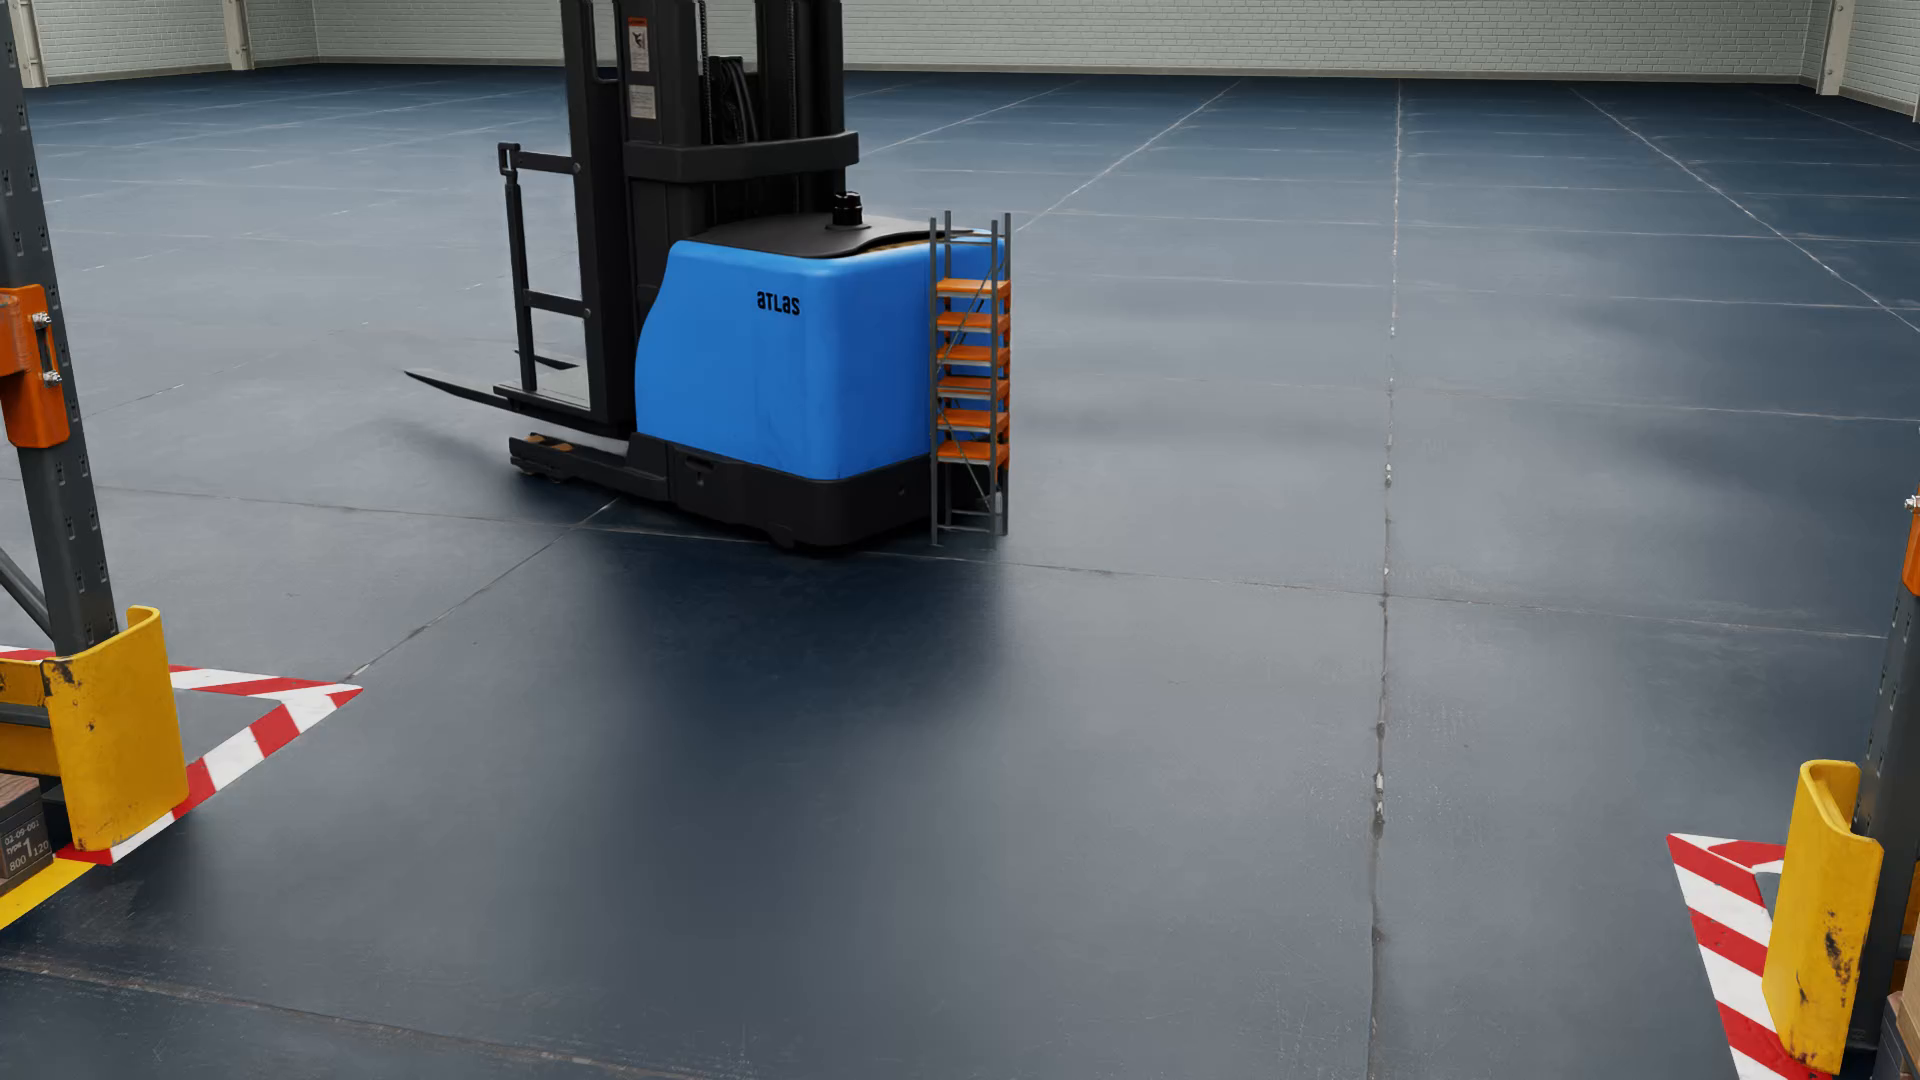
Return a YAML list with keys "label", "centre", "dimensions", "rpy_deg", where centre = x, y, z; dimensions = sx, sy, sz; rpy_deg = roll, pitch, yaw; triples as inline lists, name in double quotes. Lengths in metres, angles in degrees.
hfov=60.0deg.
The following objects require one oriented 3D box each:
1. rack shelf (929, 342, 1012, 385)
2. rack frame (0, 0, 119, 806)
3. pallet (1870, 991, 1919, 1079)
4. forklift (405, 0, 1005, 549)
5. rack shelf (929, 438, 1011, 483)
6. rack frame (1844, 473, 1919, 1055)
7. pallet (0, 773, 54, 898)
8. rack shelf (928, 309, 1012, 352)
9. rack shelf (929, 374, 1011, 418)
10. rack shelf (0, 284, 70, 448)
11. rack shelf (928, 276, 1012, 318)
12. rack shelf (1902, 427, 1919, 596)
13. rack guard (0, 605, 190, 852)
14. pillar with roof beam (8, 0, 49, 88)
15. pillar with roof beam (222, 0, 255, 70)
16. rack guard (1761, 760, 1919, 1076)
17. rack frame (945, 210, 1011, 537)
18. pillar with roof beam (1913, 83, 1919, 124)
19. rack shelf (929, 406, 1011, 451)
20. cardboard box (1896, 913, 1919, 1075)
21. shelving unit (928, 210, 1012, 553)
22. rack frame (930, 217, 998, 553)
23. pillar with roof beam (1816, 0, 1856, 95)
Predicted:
- label: "rack shelf"
  centre: [0.037, -0.633, 5.950]
  dimensions: [0.258, 0.103, 0.180]
  rpy_deg: [5, 20, 15]
- label: "rack frame"
  centre: [-2.597, -0.794, 3.870]
  dimensions: [1.000, 3.000, 0.127]
  rpy_deg: [5, 19, 13]
- label: "pallet"
  centre: [2.059, 1.161, 2.461]
  dimensions: [1.003, 0.211, 1.213]
  rpy_deg: [5, 19, 13]
- label: "forklift"
  centre: [-1.257, -1.731, 6.722]
  dimensions: [3.031, 2.935, 1.130]
  rpy_deg: [16, 24, 38]
- label: "rack shelf"
  centre: [0.037, -0.292, 6.067]
  dimensions: [0.258, 0.103, 0.180]
  rpy_deg: [5, 20, 15]
- label: "rack frame"
  centre: [2.205, -0.401, 2.722]
  dimensions: [1.000, 3.000, 0.127]
  rpy_deg: [5, 19, 13]
- label: "pallet"
  centre: [-2.774, 0.808, 3.496]
  dimensions: [1.003, 0.211, 1.213]
  rpy_deg: [5, 19, 13]
- label: "rack shelf"
  centre: [0.037, -0.746, 5.912]
  dimensions: [0.258, 0.103, 0.180]
  rpy_deg: [5, 20, 15]
- label: "rack shelf"
  centre: [0.037, -0.519, 5.989]
  dimensions: [0.258, 0.103, 0.180]
  rpy_deg: [5, 20, 15]
- label: "rack shelf"
  centre: [-3.086, 0.174, 2.151]
  dimensions: [1.077, 0.370, 4.000]
  rpy_deg: [5, 19, 13]
- label: "rack shelf"
  centre: [0.038, -0.860, 5.873]
  dimensions: [0.258, 0.103, 0.180]
  rpy_deg: [5, 20, 15]
- label: "rack shelf"
  centre: [1.716, 0.566, 1.003]
  dimensions: [1.077, 0.370, 4.000]
  rpy_deg: [5, 19, 13]
- label: "rack guard"
  centre: [-2.570, 0.417, 4.194]
  dimensions: [1.175, 0.500, 0.348]
  rpy_deg: [5, 19, 13]
- label: "pillar with roof beam"
  centre: [-12.830, -12.233, 28.079]
  dimensions: [9.100, 9.000, 0.400]
  rpy_deg: [5, 19, 13]
- label: "pillar with roof beam"
  centre: [-11.364, -14.113, 33.585]
  dimensions: [9.100, 9.000, 0.400]
  rpy_deg: [5, 19, 13]
- label: "rack guard"
  centre: [2.211, 0.774, 3.148]
  dimensions: [1.175, 0.500, 0.348]
  rpy_deg: [5, 19, 13]
- label: "rack frame"
  centre: [0.062, -0.590, 6.058]
  dimensions: [0.240, 1.200, 0.006]
  rpy_deg: [5, 20, 15]
- label: "pillar with roof beam"
  centre: [9.366, -10.425, 22.787]
  dimensions: [9.100, 9.000, 0.400]
  rpy_deg: [5, 19, 13]
- label: "rack shelf"
  centre: [0.037, -0.406, 6.028]
  dimensions: [0.258, 0.103, 0.180]
  rpy_deg: [5, 20, 15]
- label: "cardboard box"
  centre: [1.858, 0.852, 2.658]
  dimensions: [0.500, 0.250, 0.500]
  rpy_deg: [5, 19, 13]
- label: "shelving unit"
  centre: [0.037, -0.561, 5.975]
  dimensions: [0.258, 1.200, 0.189]
  rpy_deg: [5, 20, 15]
- label: "rack frame"
  centre: [0.013, -0.533, 5.892]
  dimensions: [0.240, 1.200, 0.006]
  rpy_deg: [5, 20, 15]
- label: "pillar with roof beam"
  centre: [10.832, -12.305, 28.292]
  dimensions: [9.100, 9.000, 0.400]
  rpy_deg: [5, 19, 13]
